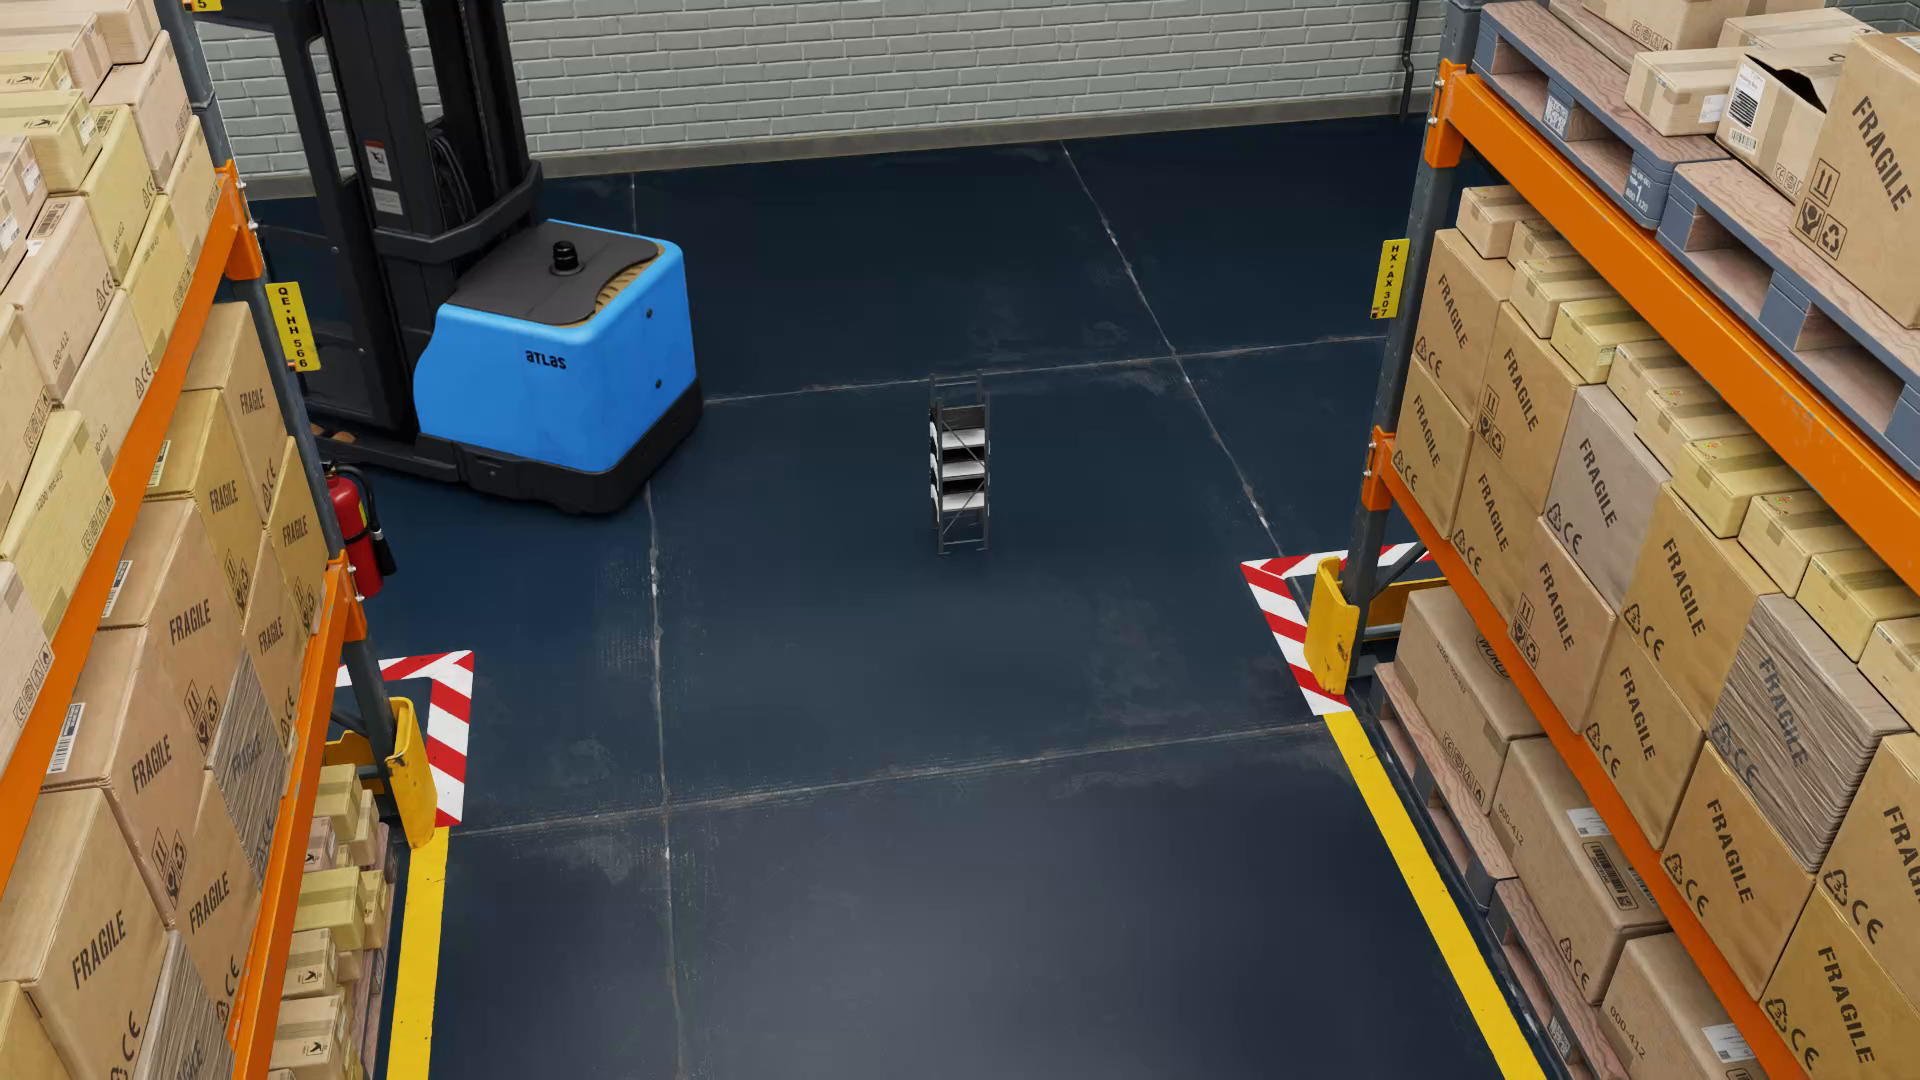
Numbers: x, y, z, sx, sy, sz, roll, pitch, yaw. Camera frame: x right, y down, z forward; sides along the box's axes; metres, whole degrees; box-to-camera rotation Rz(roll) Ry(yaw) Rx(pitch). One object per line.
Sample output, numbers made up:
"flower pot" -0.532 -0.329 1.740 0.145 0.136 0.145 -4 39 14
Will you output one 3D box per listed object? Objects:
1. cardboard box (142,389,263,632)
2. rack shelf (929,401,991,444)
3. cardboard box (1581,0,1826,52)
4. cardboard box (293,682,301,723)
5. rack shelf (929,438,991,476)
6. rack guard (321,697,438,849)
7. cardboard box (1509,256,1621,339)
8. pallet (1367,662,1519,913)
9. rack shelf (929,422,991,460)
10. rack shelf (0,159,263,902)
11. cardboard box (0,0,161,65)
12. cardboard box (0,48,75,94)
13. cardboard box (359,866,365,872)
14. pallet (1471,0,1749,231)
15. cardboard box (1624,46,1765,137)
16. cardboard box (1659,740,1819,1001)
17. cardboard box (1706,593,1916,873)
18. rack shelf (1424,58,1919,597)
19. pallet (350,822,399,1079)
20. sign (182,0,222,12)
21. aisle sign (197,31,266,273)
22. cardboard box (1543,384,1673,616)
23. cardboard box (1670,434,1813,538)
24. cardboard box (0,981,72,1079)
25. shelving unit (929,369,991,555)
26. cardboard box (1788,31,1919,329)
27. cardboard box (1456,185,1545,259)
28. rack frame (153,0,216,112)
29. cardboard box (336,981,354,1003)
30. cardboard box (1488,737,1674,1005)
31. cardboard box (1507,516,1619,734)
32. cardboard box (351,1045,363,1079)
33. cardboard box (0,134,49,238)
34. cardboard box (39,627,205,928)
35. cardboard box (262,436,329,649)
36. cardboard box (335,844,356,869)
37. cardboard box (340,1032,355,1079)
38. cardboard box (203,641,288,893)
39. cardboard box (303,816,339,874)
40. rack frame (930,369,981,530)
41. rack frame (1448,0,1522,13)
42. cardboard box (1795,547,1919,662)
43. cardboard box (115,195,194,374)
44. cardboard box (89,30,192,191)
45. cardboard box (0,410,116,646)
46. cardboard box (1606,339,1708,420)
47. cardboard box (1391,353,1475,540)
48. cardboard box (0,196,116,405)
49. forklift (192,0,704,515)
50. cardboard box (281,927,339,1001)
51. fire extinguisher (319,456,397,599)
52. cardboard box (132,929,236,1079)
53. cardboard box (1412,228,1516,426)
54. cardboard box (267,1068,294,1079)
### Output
"cardboard box" -2.295 -0.054 4.636 0.500 0.500 0.500 -7 38 -9
"rack shelf" -0.001 -0.547 7.735 0.258 0.077 0.200 -6 38 -8
"cardboard box" 2.314 -1.720 5.173 0.500 0.250 0.500 -10 39 -12
"cardboard box" -2.309 0.512 5.251 0.380 0.149 0.250 -7 38 -8
"rack shelf" -0.001 -0.405 7.845 0.258 0.077 0.200 -6 38 -8
"rack guard" -2.696 0.975 6.488 1.175 0.500 0.348 -6 38 -8
"cardboard box" 1.985 -0.778 5.281 0.380 0.149 0.250 -5 38 -7
"pallet" 2.363 0.924 6.788 1.003 0.211 1.213 -6 38 -8
"rack shelf" -0.001 -0.476 7.790 0.258 0.077 0.200 -6 38 -8
"rack shelf" -2.359 0.249 3.525 1.077 0.370 4.000 -6 38 -8
"cardboard box" -2.362 -1.369 4.412 0.380 0.149 0.250 -7 38 -8
"cardboard box" -2.369 -1.055 4.007 0.380 0.149 0.250 -7 38 -9
"cardboard box" -2.412 1.197 6.145 0.380 0.149 0.250 -6 38 -7
"pallet" 2.287 -1.354 5.075 1.003 0.211 1.213 -6 38 -8
"cardboard box" 2.111 -1.260 4.663 0.380 0.149 0.250 -5 38 -6
"cardboard box" 2.316 0.860 4.516 0.500 0.500 0.500 -7 38 -9
"cardboard box" 2.313 0.461 4.215 0.500 0.500 0.500 -6 38 -7
"rack shelf" 2.497 -0.344 4.289 1.077 0.370 4.000 -6 38 -8
"pallet" -2.589 1.583 5.940 1.003 0.211 1.213 -6 38 -8
"sign" -2.160 -1.640 4.649 0.100 0.325 0.005 -6 38 -8
"aisle sign" -2.427 -1.161 5.081 0.394 0.787 0.004 -6 38 -8
"cardboard box" 2.145 -0.144 4.994 0.500 0.500 0.500 -7 38 -8
"cardboard box" 2.166 -0.157 4.481 0.380 0.149 0.250 -7 38 -9
"cardboard box" -1.953 1.196 3.027 0.500 0.500 0.500 -7 38 -9
"shelving unit" -0.001 -0.360 7.880 0.258 0.900 0.210 -6 38 -8
"cardboard box" 2.352 -0.847 3.845 0.500 0.500 0.500 -6 38 -7
"cardboard box" 1.936 -1.098 5.693 0.380 0.149 0.250 -5 38 -7
"rack frame" -2.709 -2.427 3.939 1.000 3.000 0.127 -6 38 -8
"cardboard box" -2.306 1.511 5.742 0.380 0.149 0.250 -6 38 -8
"cardboard box" 2.529 1.134 5.991 0.875 0.438 0.875 -5 38 -7
"cardboard box" 2.135 0.241 5.313 0.500 0.500 0.500 -6 38 -8
"cardboard box" -2.143 1.806 5.362 0.380 0.149 0.250 -8 39 -10
"cardboard box" -2.231 -0.747 3.612 0.380 0.149 0.250 -7 38 -9
"cardboard box" -2.100 0.578 3.822 0.500 0.500 0.500 -7 38 -10
"cardboard box" -2.377 0.029 5.344 0.500 0.500 0.500 -5 38 -7
"cardboard box" -2.343 1.236 5.853 0.380 0.149 0.250 -7 38 -9
"cardboard box" -2.140 1.698 5.259 0.380 0.149 0.250 -6 38 -7
"cardboard box" -2.194 0.645 4.550 0.500 0.500 0.500 -6 38 -8
"cardboard box" -2.380 1.117 5.763 0.380 0.149 0.250 -6 38 -7
"rack frame" -0.019 -0.422 7.959 0.240 0.900 0.006 -6 38 -8
"rack frame" 2.146 -3.021 4.703 1.000 3.000 0.127 -6 38 -8
"cardboard box" 2.318 0.143 4.095 0.380 0.149 0.250 -7 38 -9
"cardboard box" -2.273 -0.630 4.193 0.500 0.250 0.500 -6 38 -8
"cardboard box" -2.378 -1.130 4.429 0.500 0.250 0.500 -7 38 -9
"cardboard box" -2.086 -0.010 3.395 0.500 0.250 0.500 -5 38 -6
"cardboard box" 2.147 -0.468 4.882 0.380 0.149 0.250 -6 38 -8
"cardboard box" 1.948 -0.370 6.100 0.500 0.500 0.500 -7 38 -8
"cardboard box" -2.200 -0.512 3.633 0.500 0.250 0.500 -6 38 -7
"forklift" -2.943 -1.841 8.131 3.031 2.935 1.130 13 40 16
"cardboard box" -2.226 1.423 5.369 0.380 0.149 0.250 -8 39 -10
"fire extinguisher" -2.299 -0.082 6.178 0.296 0.674 0.183 -6 38 -8
"cardboard box" -1.994 1.268 3.748 0.500 0.500 0.500 -7 38 -9
"cardboard box" 1.950 -0.765 5.794 0.500 0.500 0.500 -7 38 -9
"cardboard box" -2.187 1.751 4.948 0.380 0.149 0.250 -7 38 -9
